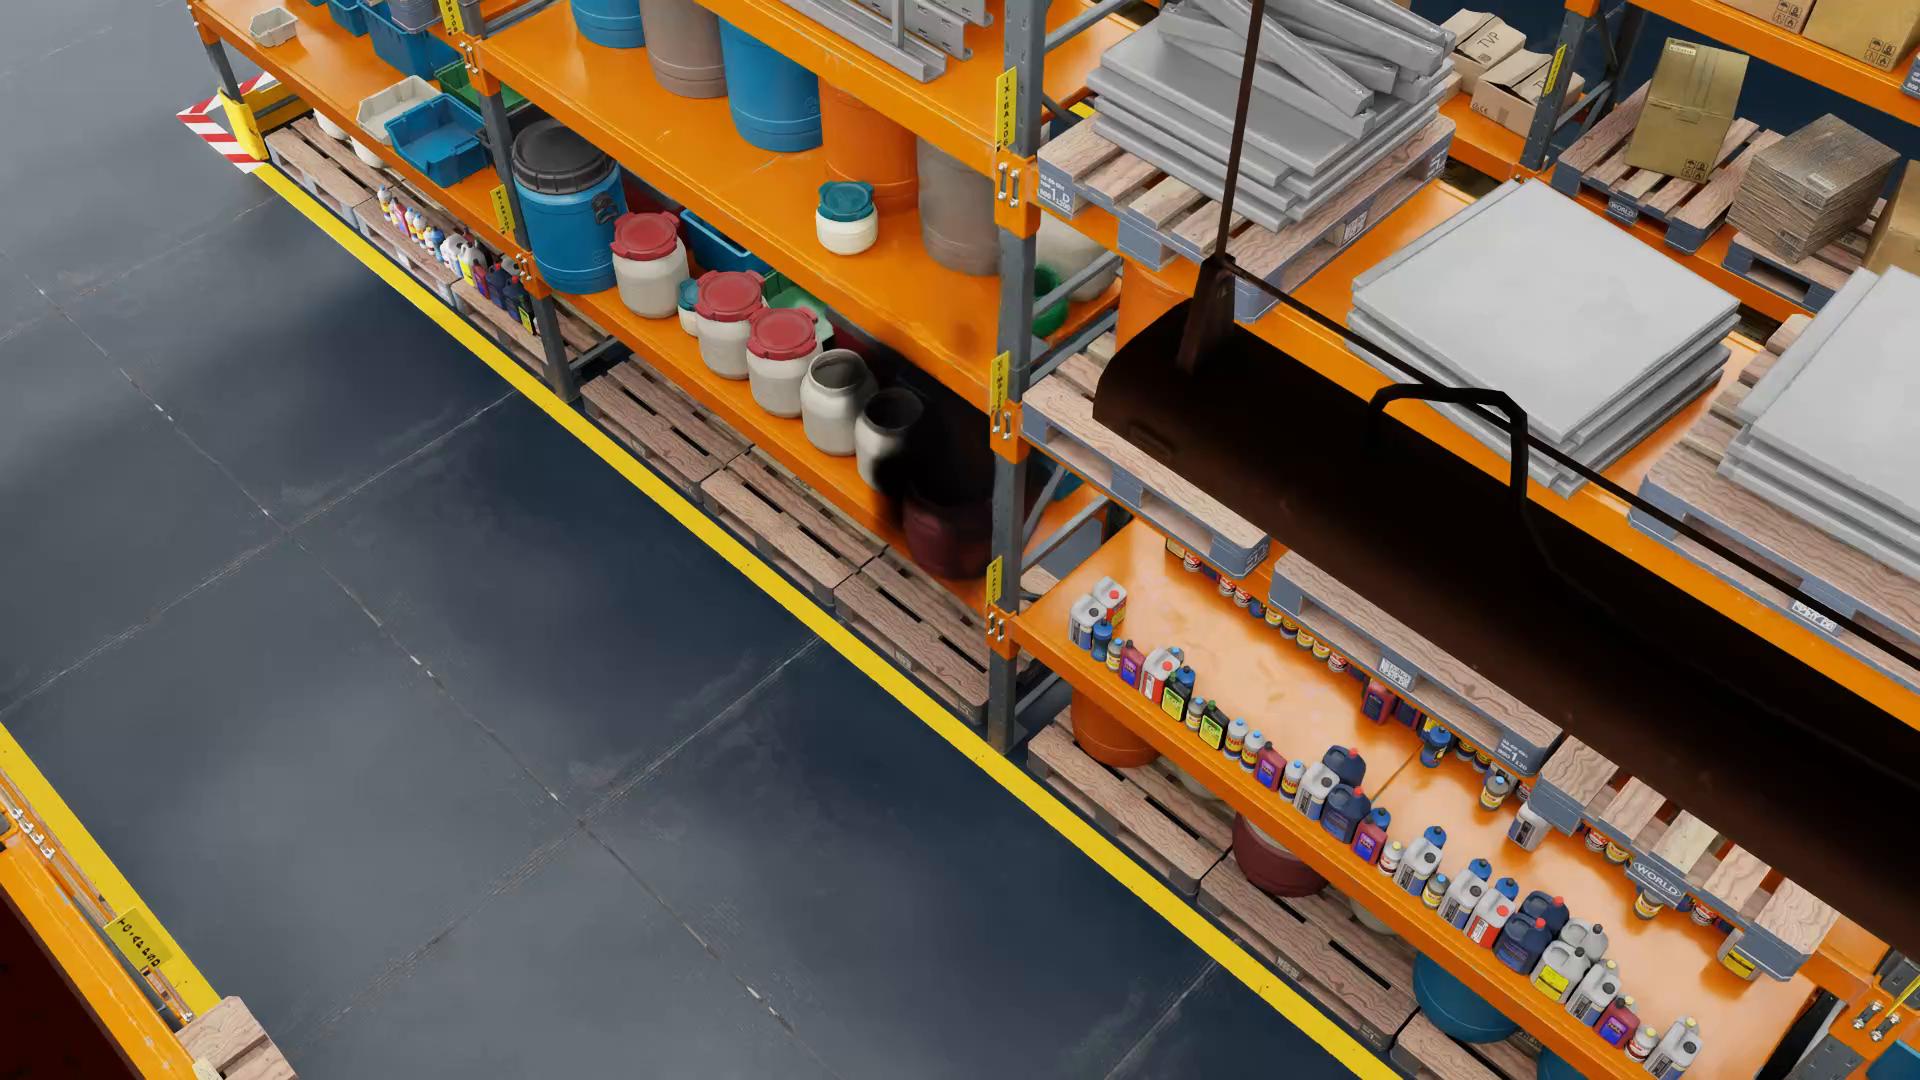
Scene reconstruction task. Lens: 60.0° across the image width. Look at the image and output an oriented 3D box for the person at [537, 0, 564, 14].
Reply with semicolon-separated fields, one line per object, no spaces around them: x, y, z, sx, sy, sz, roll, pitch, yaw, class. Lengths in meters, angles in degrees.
-2.927;-3.914;12.513;0.684;1.750;0.908;-37;59;-27;person
